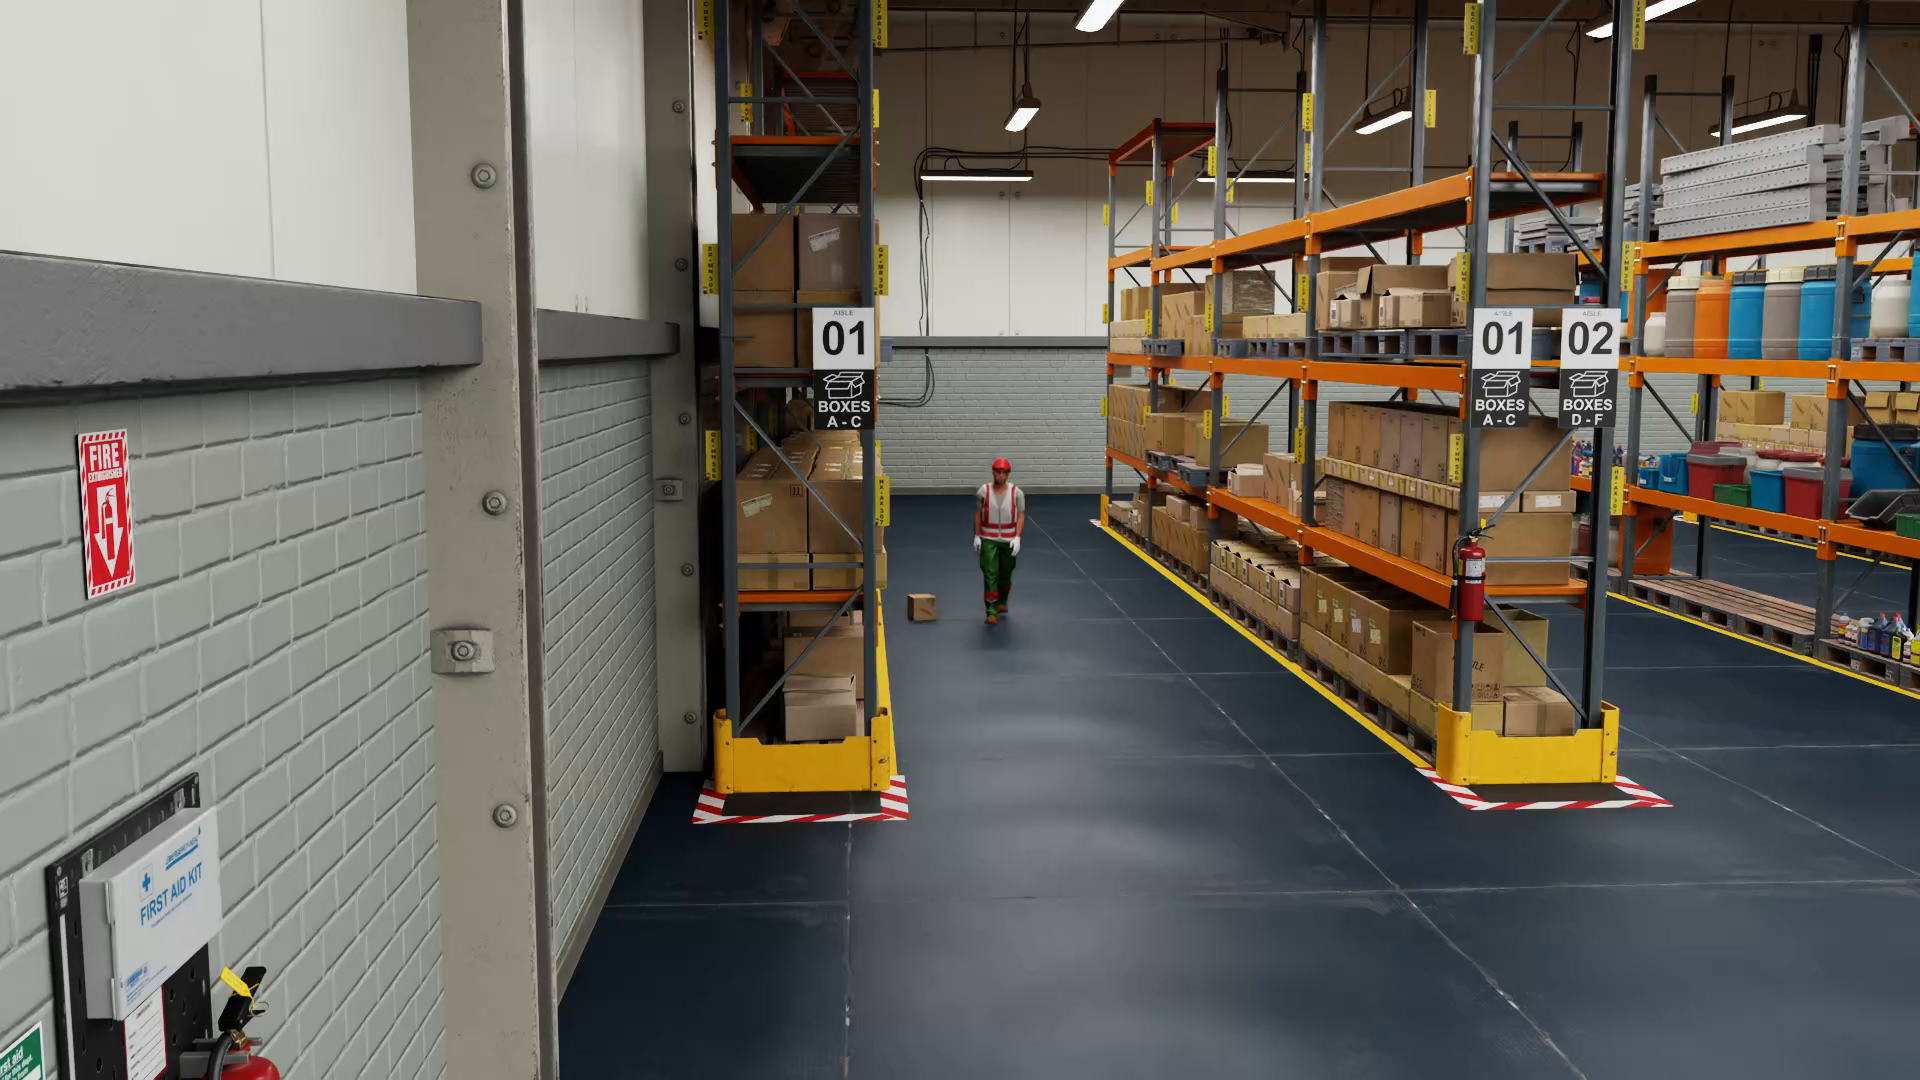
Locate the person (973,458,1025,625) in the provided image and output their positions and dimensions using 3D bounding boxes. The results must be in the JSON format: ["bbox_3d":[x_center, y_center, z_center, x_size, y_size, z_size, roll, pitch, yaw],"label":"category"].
[{"bbox_3d":[0.420,-0.001,17.641,0.543,1.749,1.043,0,7,-4],"label":"person"}]
